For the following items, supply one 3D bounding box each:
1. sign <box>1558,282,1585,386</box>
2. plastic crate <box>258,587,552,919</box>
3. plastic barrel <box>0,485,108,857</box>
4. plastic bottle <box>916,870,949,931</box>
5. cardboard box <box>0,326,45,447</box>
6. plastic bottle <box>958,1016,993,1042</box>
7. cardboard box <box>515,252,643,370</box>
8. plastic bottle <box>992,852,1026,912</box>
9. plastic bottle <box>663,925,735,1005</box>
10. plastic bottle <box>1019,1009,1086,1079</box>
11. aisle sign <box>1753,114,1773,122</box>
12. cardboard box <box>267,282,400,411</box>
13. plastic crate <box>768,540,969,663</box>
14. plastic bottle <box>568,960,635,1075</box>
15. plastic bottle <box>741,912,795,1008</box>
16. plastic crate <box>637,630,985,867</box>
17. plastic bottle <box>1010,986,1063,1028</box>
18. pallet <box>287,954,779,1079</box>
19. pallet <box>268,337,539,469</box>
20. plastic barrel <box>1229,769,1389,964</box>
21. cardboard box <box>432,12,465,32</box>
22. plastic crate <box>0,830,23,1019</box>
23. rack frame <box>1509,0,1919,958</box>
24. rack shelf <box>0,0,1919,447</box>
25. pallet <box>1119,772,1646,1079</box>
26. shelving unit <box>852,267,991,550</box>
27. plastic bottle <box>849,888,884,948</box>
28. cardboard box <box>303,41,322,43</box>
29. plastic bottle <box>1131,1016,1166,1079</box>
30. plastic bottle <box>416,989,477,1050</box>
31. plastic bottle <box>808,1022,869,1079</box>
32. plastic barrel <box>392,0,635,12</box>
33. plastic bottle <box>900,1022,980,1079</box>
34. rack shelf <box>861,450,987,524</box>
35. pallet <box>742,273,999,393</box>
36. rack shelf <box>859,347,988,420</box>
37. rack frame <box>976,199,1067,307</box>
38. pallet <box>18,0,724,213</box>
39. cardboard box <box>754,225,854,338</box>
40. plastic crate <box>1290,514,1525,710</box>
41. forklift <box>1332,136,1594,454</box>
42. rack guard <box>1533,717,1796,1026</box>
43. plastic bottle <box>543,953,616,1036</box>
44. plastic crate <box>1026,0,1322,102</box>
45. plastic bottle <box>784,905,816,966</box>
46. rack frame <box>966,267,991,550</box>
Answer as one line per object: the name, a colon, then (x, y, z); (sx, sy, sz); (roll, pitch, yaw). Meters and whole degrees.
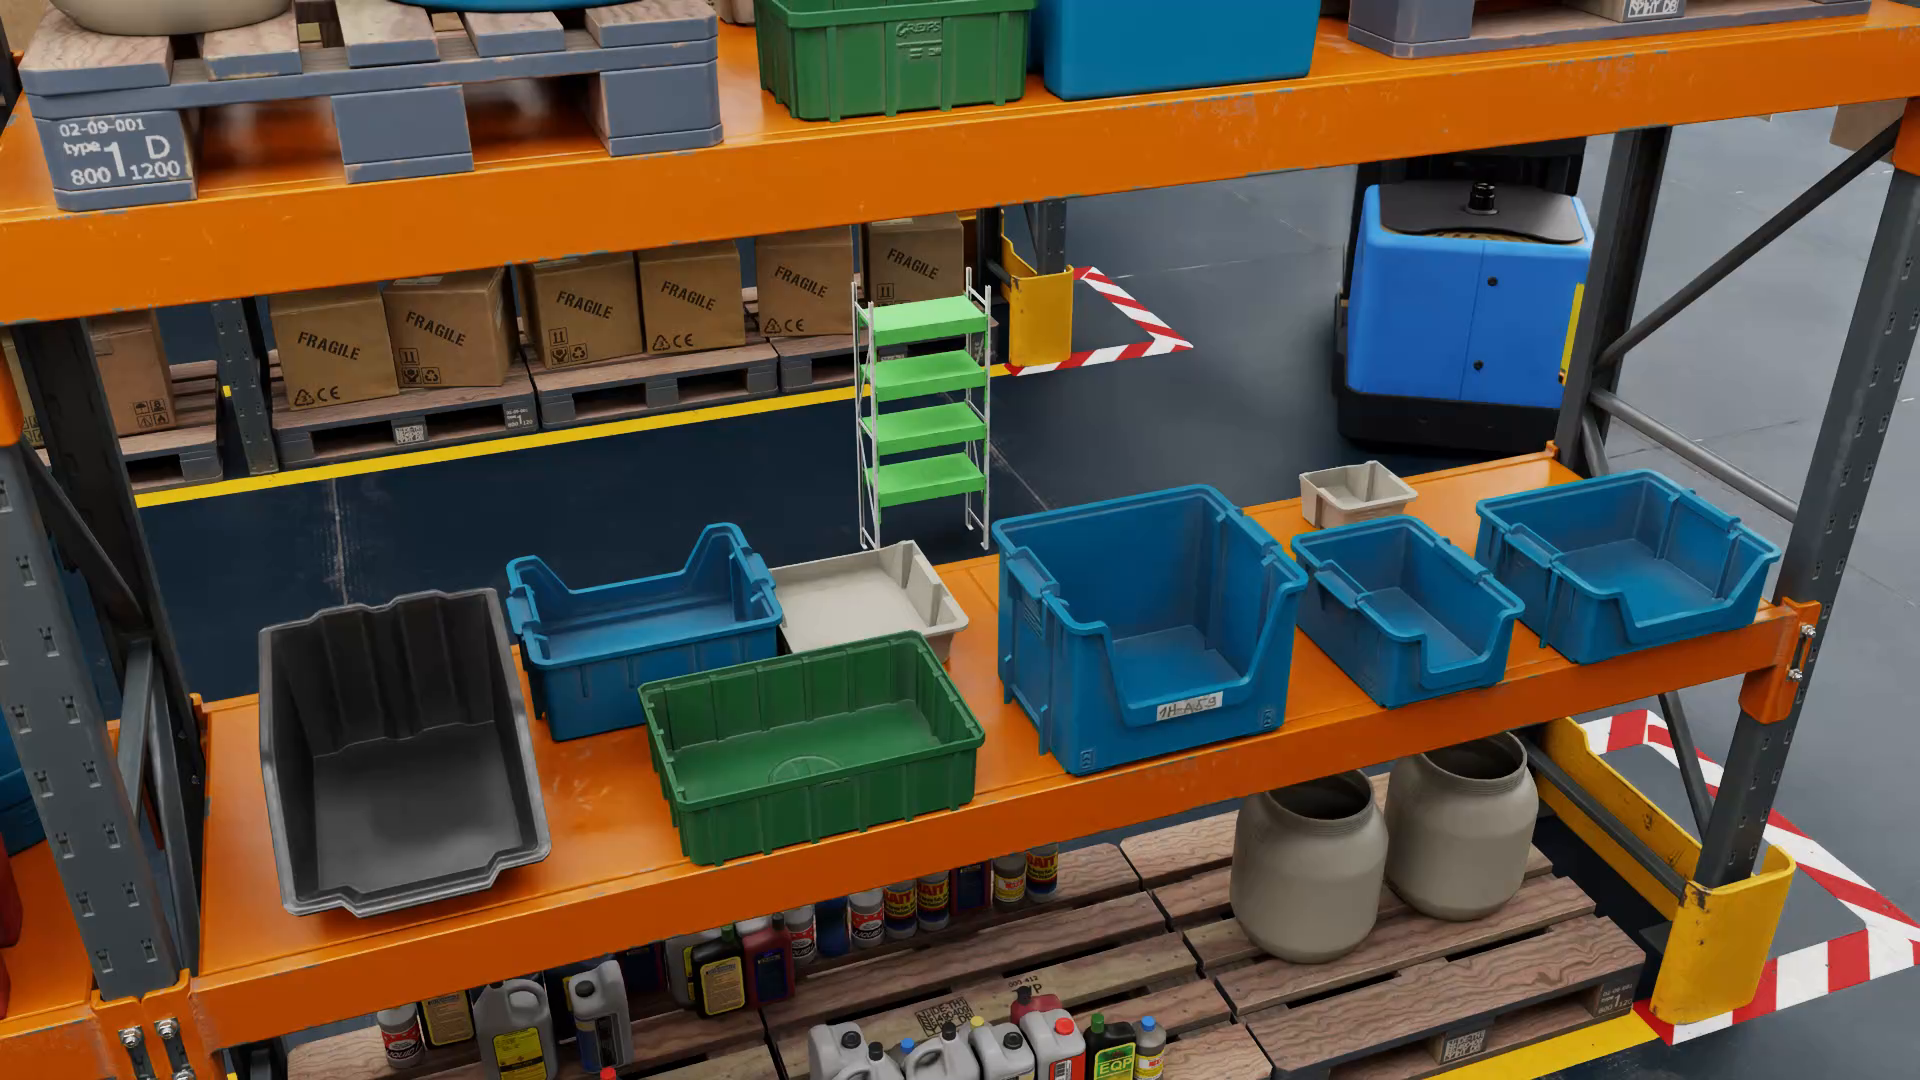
sign: (1.861, -0.606, 5.004); (0.005, 0.325, 0.100); (-10, 31, -18)
plastic crate: (-1.165, 0.456, 3.482); (0.504, 0.338, 0.767); (-10, 31, -18)
plastic barrel: (-2.167, 0.169, 3.417); (0.708, 0.901, 0.600); (-10, 31, -18)
plastic bottle: (-0.080, 0.992, 4.791); (0.097, 0.271, 0.097); (0, 30, 0)
cardboard box: (-4.463, -0.773, 7.657); (0.500, 0.500, 0.700); (-11, 31, -18)
plastic bottle: (0.044, 1.315, 4.294); (0.097, 0.201, 0.097); (0, 30, 0)
cardboard box: (-1.949, -1.230, 8.480); (0.500, 0.500, 0.500); (-13, 32, -22)
plastic bottle: (0.144, 0.981, 4.880); (0.097, 0.201, 0.097); (0, 30, 0)
plastic bottle: (-0.714, 1.087, 4.544); (0.185, 0.351, 0.144); (-11, 31, -18)
plastic bottle: (0.235, 1.314, 4.221); (0.135, 0.276, 0.152); (-10, 31, -17)
aisle sign: (2.015, -1.508, 4.240); (0.004, 0.787, 0.394); (-10, 31, -18)
cardboard box: (-3.038, -0.984, 8.048); (0.500, 0.500, 0.500); (-11, 32, -19)
plastic crate: (-0.266, 0.177, 4.175); (0.437, 0.136, 0.530); (-10, 31, -18)
plastic bottle: (-0.942, 1.239, 4.352); (0.135, 0.276, 0.152); (-10, 31, -18)
plastic bottle: (-0.523, 1.139, 4.520); (0.133, 0.283, 0.061); (-10, 31, -18)
plastic crate: (-0.329, 0.449, 3.645); (0.662, 0.188, 0.450); (-10, 31, -18)
plastic bottle: (0.197, 1.261, 4.306); (0.133, 0.283, 0.061); (-10, 31, -18)
pallet: (-1.056, 1.575, 4.271); (1.213, 0.211, 1.003); (-10, 31, -18)
pallet: (-2.810, -0.758, 8.368); (1.213, 0.211, 1.003); (-10, 31, -18)
plastic barrel: (0.989, 0.904, 4.722); (0.421, 0.512, 0.421); (0, 30, 0)
cardboard box: (-2.448, -2.491, 7.181); (0.500, 0.500, 0.500); (-10, 31, -18)
plastic crate: (-2.047, 0.658, 3.000); (0.583, 0.464, 0.402); (-10, 31, -18)
rack frame: (2.049, -0.230, 4.623); (0.127, 3.000, 1.000); (-10, 31, -18)
rack shelf: (0.175, -0.875, 3.453); (4.000, 0.370, 1.077); (-10, 31, -18)
pallet: (1.231, 1.154, 5.011); (1.213, 0.211, 1.003); (-10, 31, -18)
shelving unit: (-0.155, -0.493, 6.903); (0.503, 1.200, 0.258); (-10, 31, -18)
plastic bottle: (-0.267, 1.057, 4.748); (0.097, 0.201, 0.097); (0, 30, 0)
cardboard box: (-2.983, -2.059, 7.433); (0.500, 0.500, 0.875); (-10, 31, -18)
plastic bottle: (0.481, 1.315, 4.294); (0.097, 0.201, 0.097); (0, 30, 0)
plastic bottle: (-1.364, 1.213, 4.389); (0.133, 0.283, 0.061); (-9, 31, -15)
plastic bottle: (-0.298, 1.336, 4.183); (0.135, 0.276, 0.152); (-10, 31, -18)
plastic barrel: (-0.730, -1.365, 2.655); (0.708, 0.901, 0.600); (-10, 31, -18)
plastic bottle: (-0.049, 1.335, 4.107); (0.185, 0.351, 0.144); (-9, 31, -16)
rack shelf: (-0.155, -0.229, 7.053); (0.480, 0.148, 0.258); (-10, 31, -18)
pallet: (-0.523, -1.179, 9.107); (1.213, 0.211, 1.003); (-10, 31, -18)
rack shelf: (-0.155, -0.646, 6.816); (0.480, 0.148, 0.258); (-10, 31, -18)
rack frame: (0.322, -2.528, 8.657); (0.127, 3.000, 1.000); (-10, 31, -18)
pallet: (-1.058, -0.931, 3.014); (1.003, 0.211, 1.213); (-10, 31, -18)
cardboard box: (-0.817, -1.405, 8.787); (0.500, 0.500, 0.500); (-3, 30, -5)
plastic crate: (1.074, 0.169, 4.073); (0.408, 0.251, 0.499); (-10, 31, -18)
forklift: (2.635, -2.382, 8.471); (1.130, 2.935, 3.031); (6, 30, 10)
rack guard: (1.994, 0.891, 5.181); (0.348, 0.500, 1.175); (-10, 31, -18)
plastic bottle: (-1.017, 1.142, 4.446); (0.185, 0.351, 0.144); (-12, 32, -20)
plastic crate: (0.367, -1.057, 3.062); (0.575, 0.384, 0.392); (-10, 31, -18)
plastic bottle: (-0.459, 1.092, 4.685); (0.097, 0.201, 0.097); (0, 30, 0)
rack frame: (0.074, -0.535, 6.977); (0.015, 1.200, 0.240); (-10, 31, -18)
